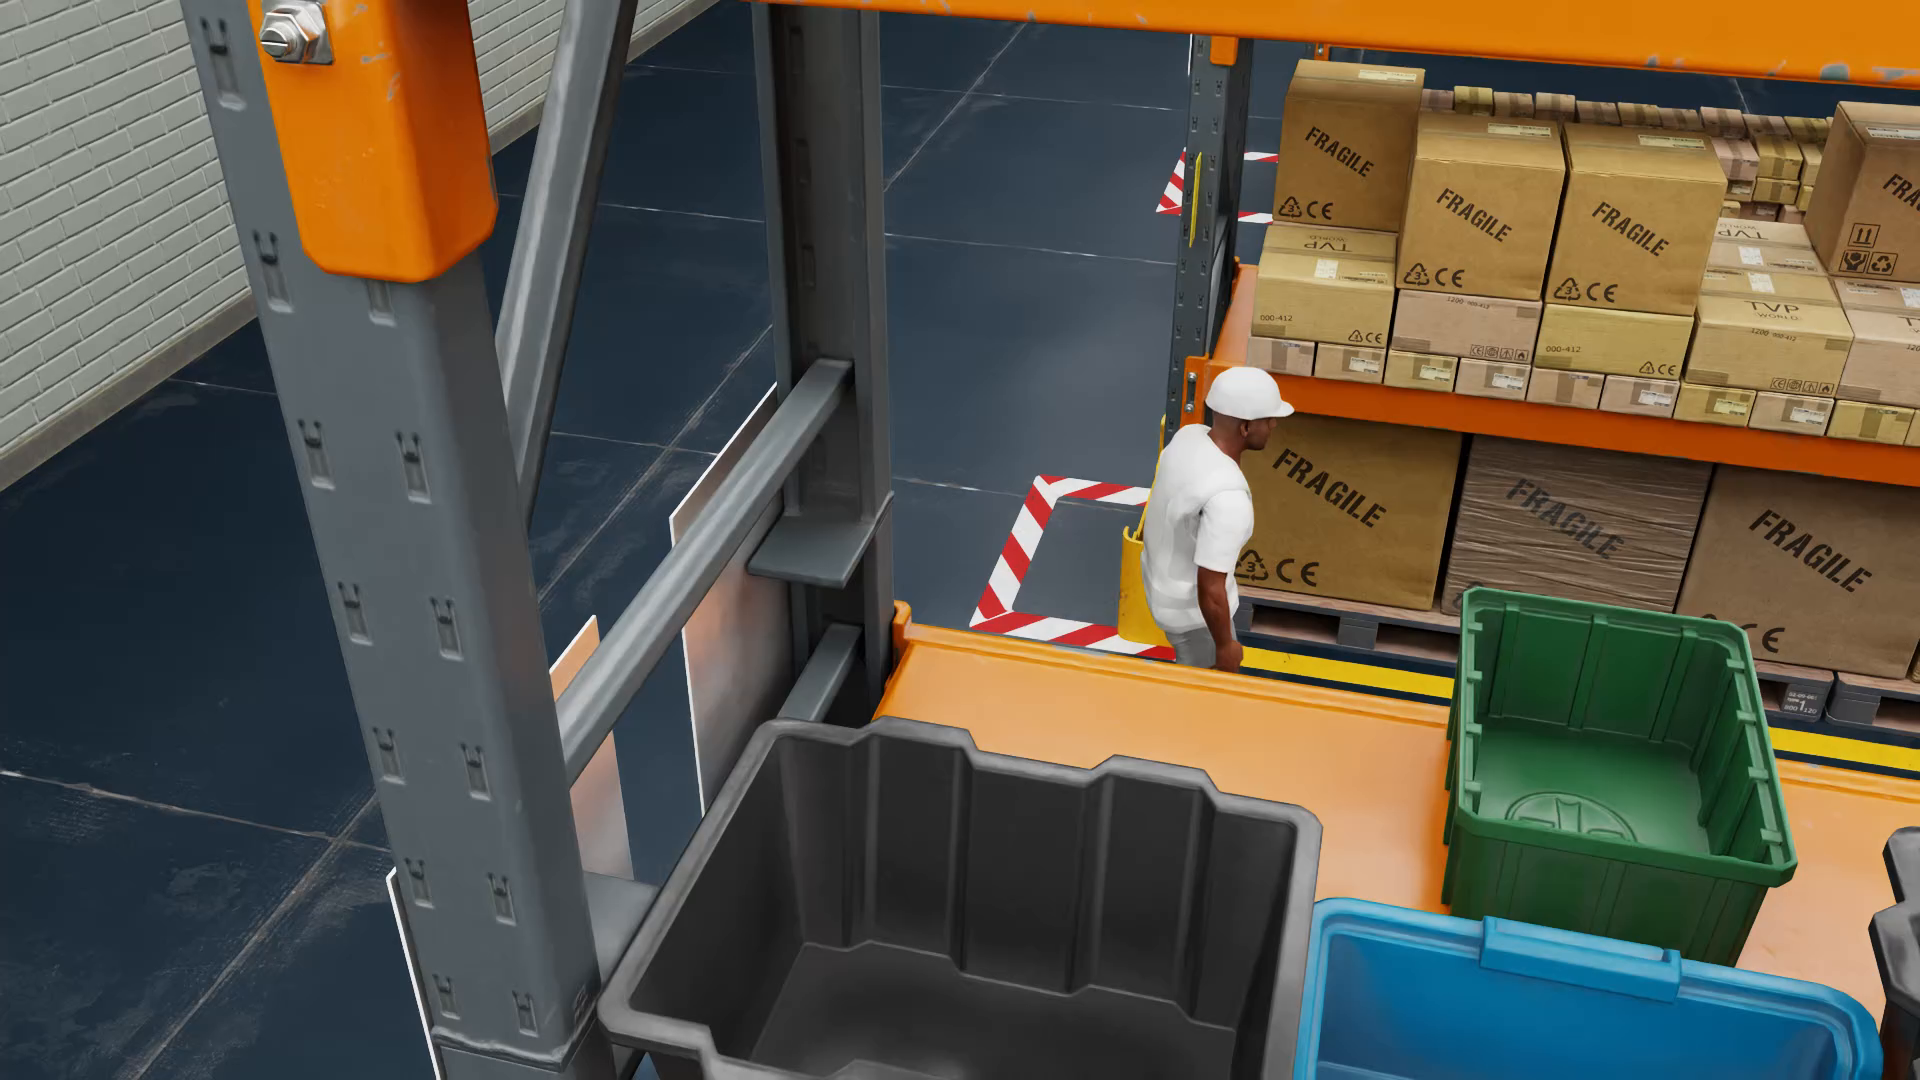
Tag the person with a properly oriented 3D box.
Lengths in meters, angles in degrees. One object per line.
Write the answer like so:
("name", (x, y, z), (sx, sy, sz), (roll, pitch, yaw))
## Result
("person", (0.862, 0.207, 5.800), (0.460, 1.759, 0.630), (-2, 33, -3))
